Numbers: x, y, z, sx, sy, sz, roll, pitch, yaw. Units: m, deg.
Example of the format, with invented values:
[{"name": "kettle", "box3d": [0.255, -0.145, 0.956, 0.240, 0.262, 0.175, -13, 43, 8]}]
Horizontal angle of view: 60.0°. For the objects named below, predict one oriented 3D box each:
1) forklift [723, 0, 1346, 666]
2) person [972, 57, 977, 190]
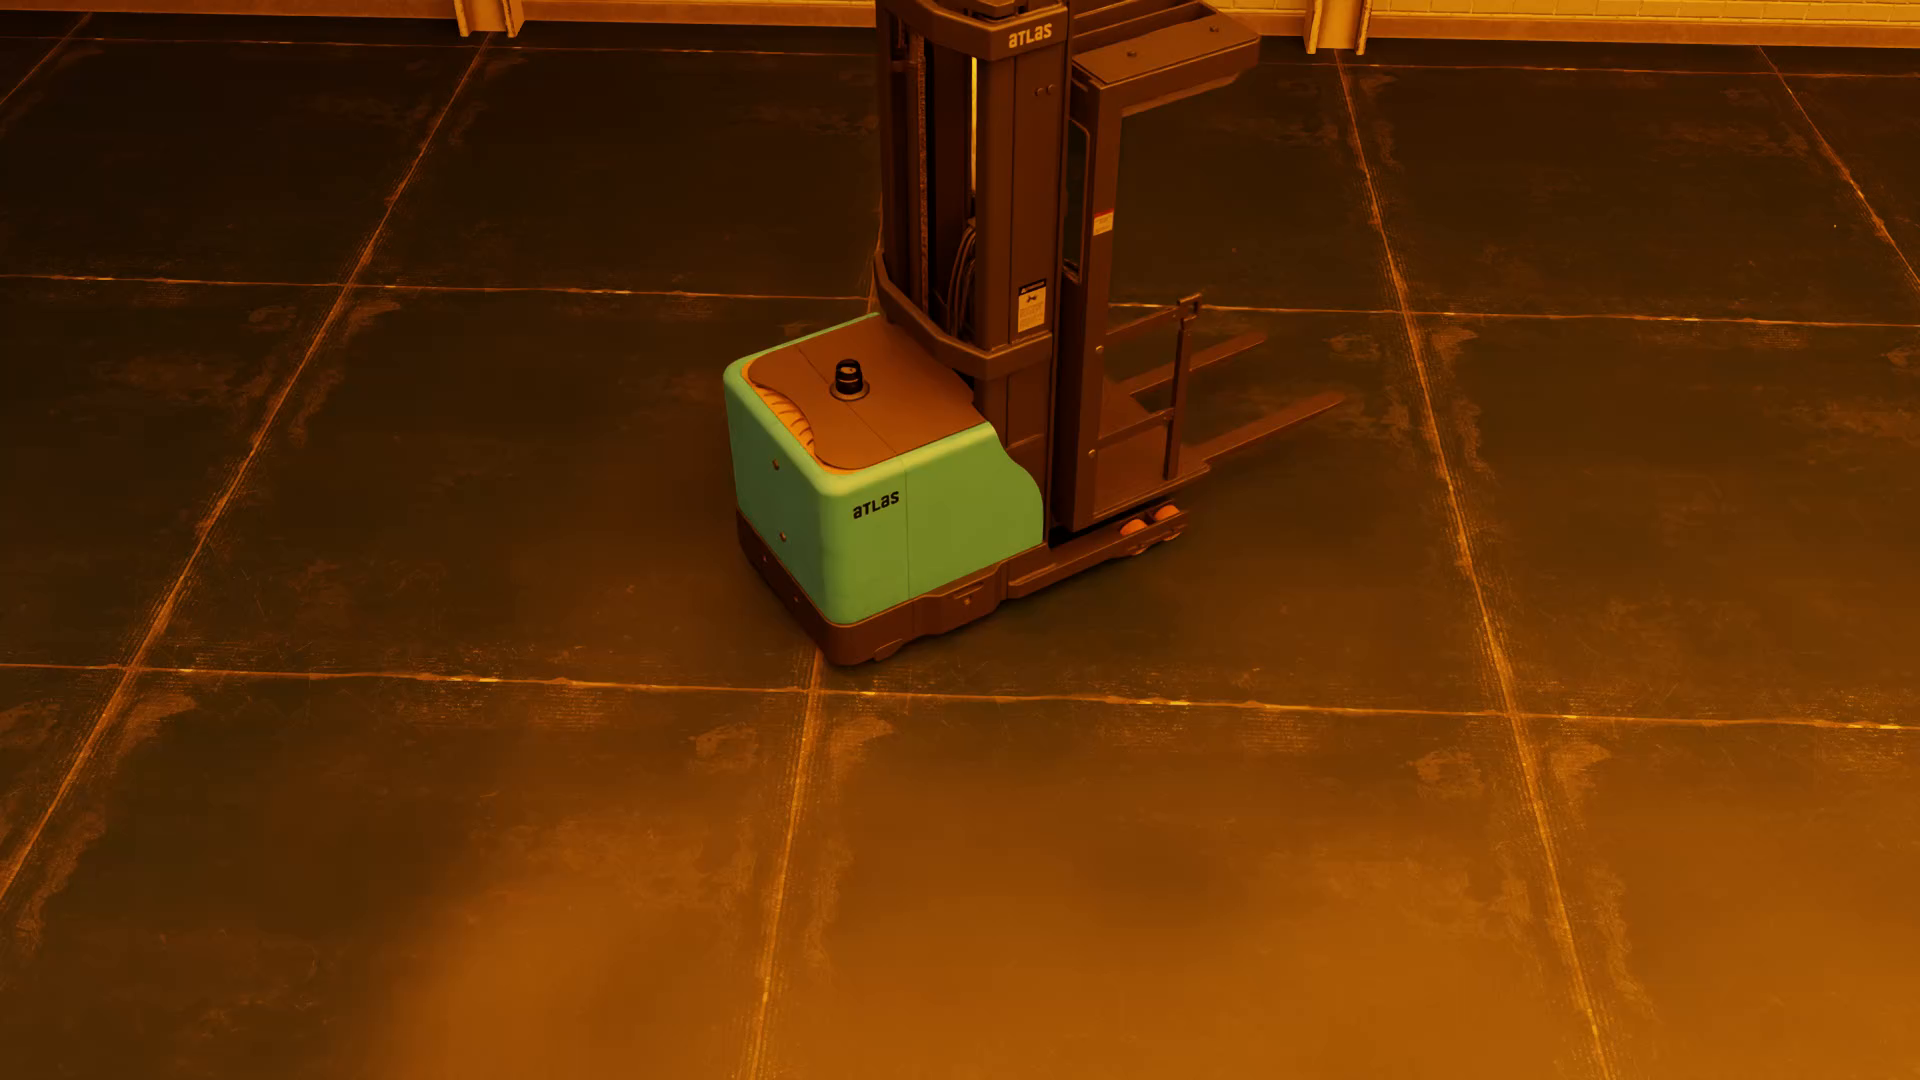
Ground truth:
[{"name": "forklift", "box3d": [0.486, -1.294, 7.160, 3.031, 2.935, 1.130, -23, 47, -23]}, {"name": "person", "box3d": [0.181, -2.171, 8.950, 0.443, 1.763, 0.817, -4, 43, -4]}]
